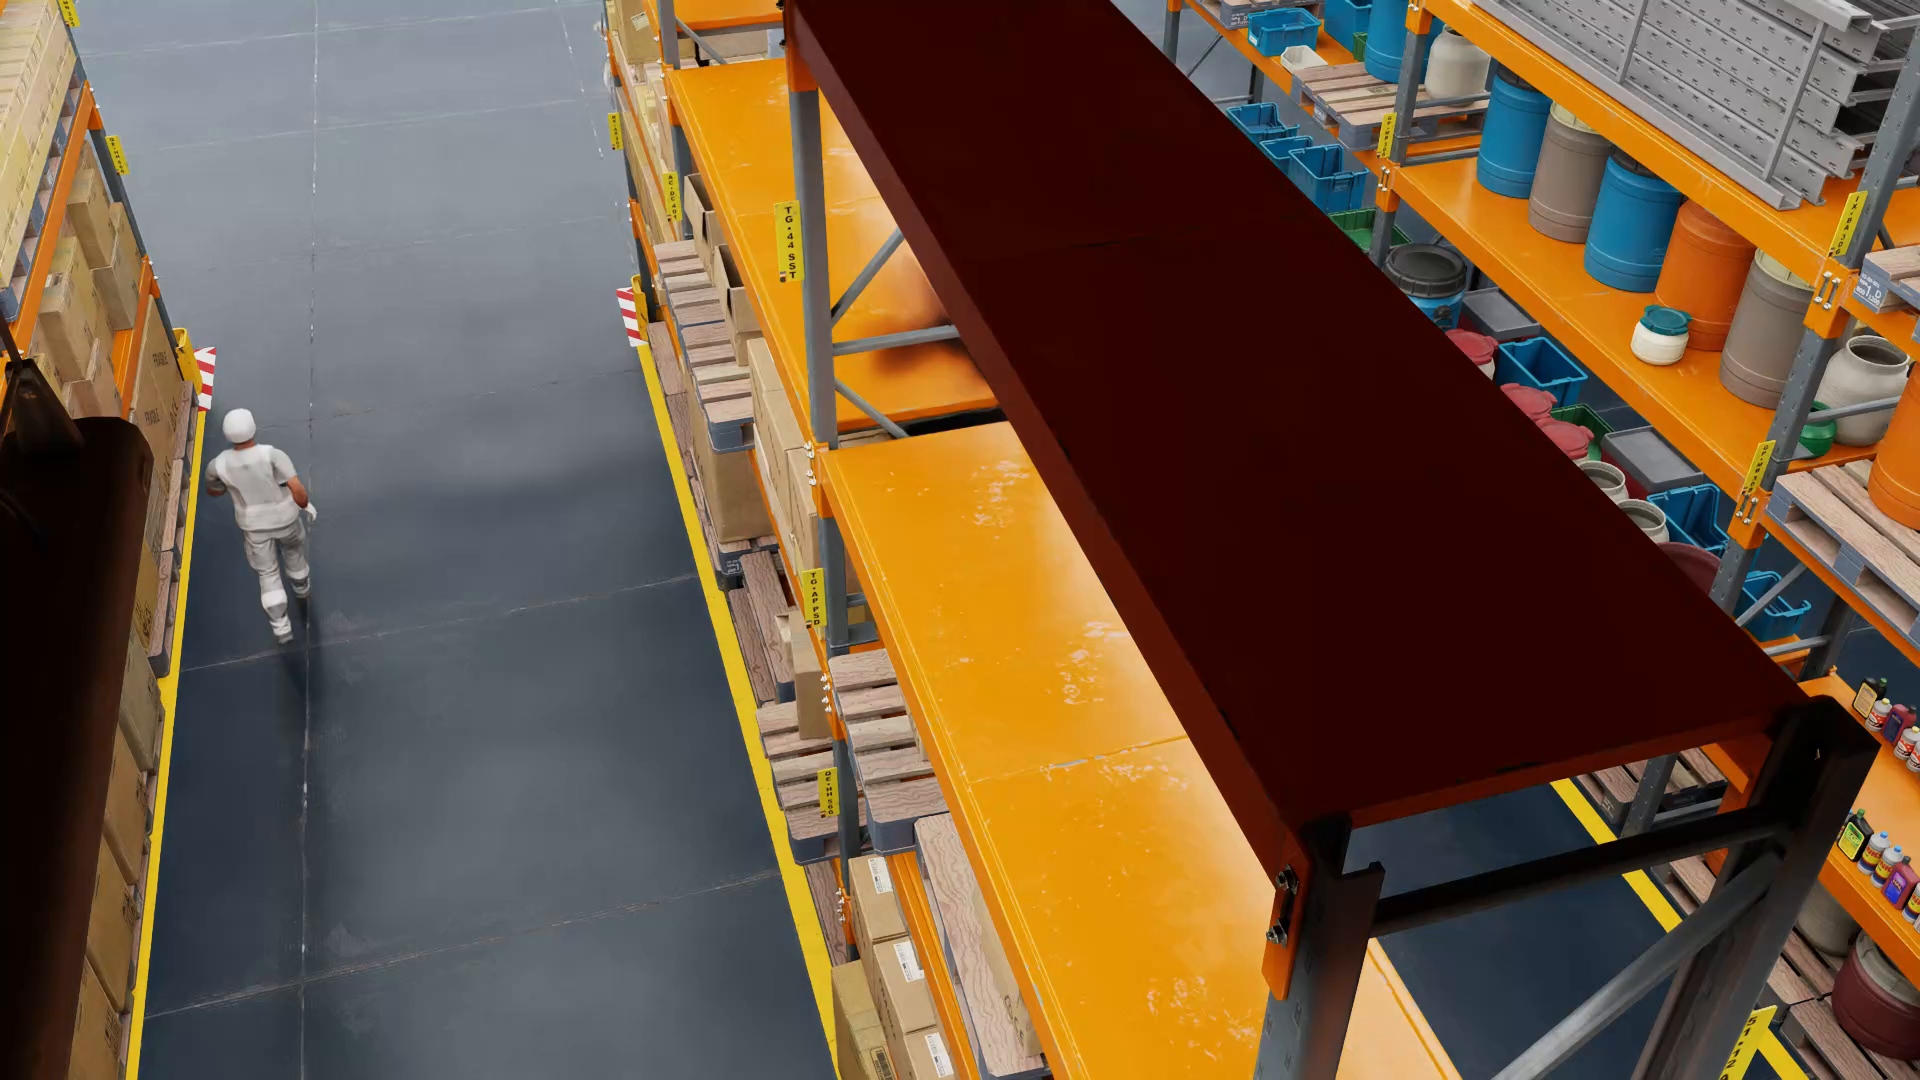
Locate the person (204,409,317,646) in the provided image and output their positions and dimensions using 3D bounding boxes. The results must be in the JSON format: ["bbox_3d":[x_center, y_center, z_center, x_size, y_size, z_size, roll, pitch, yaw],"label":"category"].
[{"bbox_3d":[-4.775,-0.120,11.478,0.662,1.777,1.004,-11,40,-14],"label":"person"}]

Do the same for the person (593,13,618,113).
[{"bbox_3d":[-3.684,-5.340,18.243,0.714,1.759,0.617,9,39,12],"label":"person"}]
